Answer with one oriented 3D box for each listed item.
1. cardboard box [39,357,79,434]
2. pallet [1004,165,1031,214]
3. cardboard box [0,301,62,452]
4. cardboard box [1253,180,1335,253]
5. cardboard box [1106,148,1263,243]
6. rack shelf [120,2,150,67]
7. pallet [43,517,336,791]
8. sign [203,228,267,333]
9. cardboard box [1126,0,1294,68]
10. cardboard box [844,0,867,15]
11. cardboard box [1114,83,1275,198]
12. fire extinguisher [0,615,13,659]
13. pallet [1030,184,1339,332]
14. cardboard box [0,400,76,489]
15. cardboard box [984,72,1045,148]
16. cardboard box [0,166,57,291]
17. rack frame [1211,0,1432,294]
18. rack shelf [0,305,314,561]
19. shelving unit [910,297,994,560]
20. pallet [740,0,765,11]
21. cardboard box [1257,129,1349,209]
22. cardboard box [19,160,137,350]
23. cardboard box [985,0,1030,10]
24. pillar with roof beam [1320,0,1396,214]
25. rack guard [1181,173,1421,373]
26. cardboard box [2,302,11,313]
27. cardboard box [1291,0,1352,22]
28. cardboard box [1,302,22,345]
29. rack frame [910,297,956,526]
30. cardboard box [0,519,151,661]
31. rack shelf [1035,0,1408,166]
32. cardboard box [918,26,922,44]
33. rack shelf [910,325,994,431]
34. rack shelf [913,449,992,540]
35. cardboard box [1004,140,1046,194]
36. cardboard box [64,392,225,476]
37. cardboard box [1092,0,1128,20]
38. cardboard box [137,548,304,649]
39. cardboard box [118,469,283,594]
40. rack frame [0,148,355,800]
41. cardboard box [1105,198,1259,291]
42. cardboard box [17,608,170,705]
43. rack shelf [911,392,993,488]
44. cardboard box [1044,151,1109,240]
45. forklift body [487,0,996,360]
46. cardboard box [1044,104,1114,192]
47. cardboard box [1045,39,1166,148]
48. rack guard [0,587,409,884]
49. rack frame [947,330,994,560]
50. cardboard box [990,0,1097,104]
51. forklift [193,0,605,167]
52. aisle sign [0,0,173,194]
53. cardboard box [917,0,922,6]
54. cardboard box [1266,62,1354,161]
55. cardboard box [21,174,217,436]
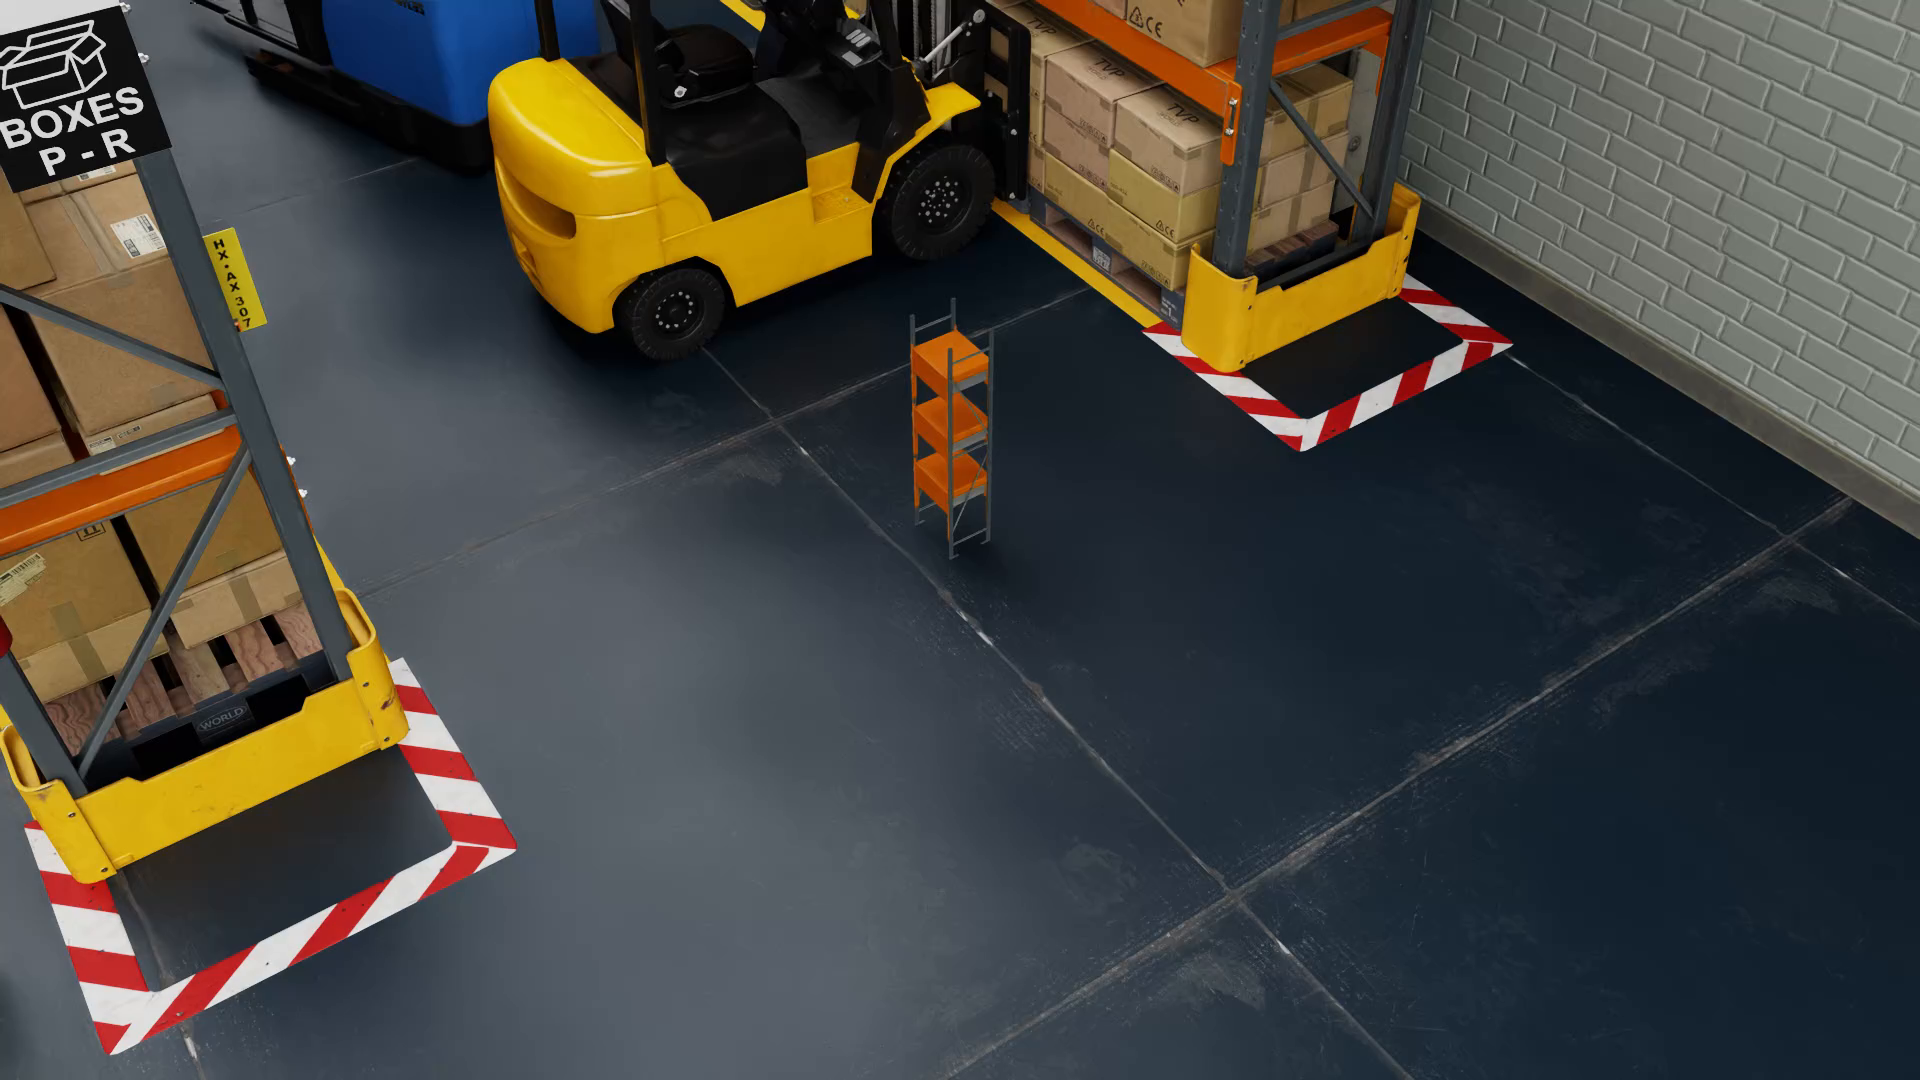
[{"bbox_3d":[-2.687,-0.525,5.310,0.380,0.149,0.250,-25,49,-24],"label":"cardboard box"},{"bbox_3d":[0.397,-2.266,8.970,1.003,0.211,1.213,-26,49,-24],"label":"pallet"},{"bbox_3d":[-3.043,-0.547,4.863,0.500,0.500,0.500,-27,50,-25],"label":"cardboard box"},{"bbox_3d":[1.442,-1.680,8.025,0.500,0.250,0.500,-26,49,-24],"label":"cardboard box"},{"bbox_3d":[1.028,-1.658,7.639,0.500,0.250,0.500,-26,50,-25],"label":"cardboard box"},{"bbox_3d":[-3.650,-2.162,5.191,1.077,0.370,4.000,-26,49,-24],"label":"rack shelf"},{"bbox_3d":[-2.986,0.287,6.297,1.003,0.211,1.213,-26,49,-24],"label":"pallet"},{"bbox_3d":[-2.061,-0.732,4.718,0.100,0.325,0.005,-26,49,-24],"label":"sign"},{"bbox_3d":[1.066,-2.379,6.997,0.500,0.500,0.500,-27,50,-25],"label":"cardboard box"},{"bbox_3d":[-0.412,-3.091,9.140,0.500,0.250,0.500,-26,49,-25],"label":"cardboard box"},{"bbox_3d":[1.044,-1.824,7.451,0.500,0.250,0.500,-24,49,-23],"label":"cardboard box"},{"bbox_3d":[-2.819,0.070,4.560,0.296,0.674,0.183,-26,49,-24],"label":"fire extinguisher"},{"bbox_3d":[1.091,-1.575,8.247,1.003,0.211,1.213,-26,49,-24],"label":"pallet"},{"bbox_3d":[-2.896,-0.241,5.012,0.380,0.149,0.250,-24,49,-23],"label":"cardboard box"},{"bbox_3d":[0.437,-2.230,8.239,0.500,0.250,0.500,-27,50,-25],"label":"cardboard box"},{"bbox_3d":[-2.978,-0.913,4.522,0.700,0.500,0.500,-27,50,-25],"label":"cardboard box"},{"bbox_3d":[1.563,-2.167,6.848,1.000,3.000,0.127,-26,49,-24],"label":"rack frame"},{"bbox_3d":[-3.650,-1.077,6.227,1.077,0.370,4.000,-26,49,-24],"label":"rack shelf"},{"bbox_3d":[-0.031,-0.410,6.419,0.215,1.050,0.252,-26,49,-24],"label":"shelving unit"},{"bbox_3d":[-1.179,-3.826,10.605,1.003,0.211,1.213,-26,49,-24],"label":"pallet"},{"bbox_3d":[1.464,-1.854,7.845,0.500,0.250,0.500,-25,49,-24],"label":"cardboard box"},{"bbox_3d":[-2.849,-1.018,5.356,0.500,0.500,0.500,-24,49,-23],"label":"cardboard box"},{"bbox_3d":[0.166,-2.683,8.351,0.500,0.250,0.500,-27,50,-25],"label":"cardboard box"},{"bbox_3d":[-1.627,-3.387,3.781,9.100,9.000,0.400,-26,49,-24],"label":"pillar with roof beam"},{"bbox_3d":[1.577,-1.250,7.697,1.175,0.500,0.348,-26,49,-24],"label":"rack guard"},{"bbox_3d":[-3.464,-0.829,5.628,0.380,0.149,0.250,-25,49,-24],"label":"cardboard box"},{"bbox_3d":[1.507,-2.594,7.222,0.500,0.500,0.500,-24,49,-23],"label":"cardboard box"},{"bbox_3d":[-3.325,-0.832,5.162,0.500,0.500,0.500,-26,49,-24],"label":"cardboard box"},{"bbox_3d":[-0.100,-0.479,6.492,0.200,1.050,0.008,-26,49,-24],"label":"rack frame"},{"bbox_3d":[-3.179,0.016,5.705,0.500,0.500,0.500,-25,49,-24],"label":"cardboard box"},{"bbox_3d":[0.419,-3.040,8.283,1.077,0.370,4.000,-26,49,-24],"label":"rack shelf"},{"bbox_3d":[-0.134,-2.801,8.837,0.500,0.250,0.500,-26,50,-25],"label":"cardboard box"},{"bbox_3d":[-0.031,-0.608,6.231,0.215,0.259,0.240,-26,49,-24],"label":"rack shelf"},{"bbox_3d":[-0.031,-0.201,6.618,0.215,0.259,0.240,-26,49,-24],"label":"rack shelf"},{"bbox_3d":[0.479,-2.038,8.400,0.500,0.250,0.500,-25,49,-24],"label":"cardboard box"},{"bbox_3d":[-2.531,-0.388,5.166,0.380,0.149,0.250,-26,49,-24],"label":"cardboard box"},{"bbox_3d":[0.777,-2.676,7.309,0.500,0.500,0.500,-24,49,-23],"label":"cardboard box"},{"bbox_3d":[-2.741,0.072,6.189,0.500,0.250,0.500,-26,49,-25],"label":"cardboard box"},{"bbox_3d":[-2.755,-0.212,5.944,0.500,0.500,0.500,-27,50,-26],"label":"cardboard box"},{"bbox_3d":[-2.506,-0.205,4.792,1.000,3.000,0.127,-26,49,-24],"label":"rack frame"},{"bbox_3d":[1.035,-1.466,7.801,0.500,0.250,0.500,-25,49,-24],"label":"cardboard box"},{"bbox_3d":[-3.203,0.273,5.979,0.500,0.250,0.500,-26,49,-25],"label":"cardboard box"},{"bbox_3d":[-0.031,-0.402,6.427,0.215,0.259,0.240,-26,49,-24],"label":"rack shelf"},{"bbox_3d":[0.758,-1.751,8.100,0.500,0.250,0.500,-26,49,-24],"label":"cardboard box"},{"bbox_3d":[-1.018,-2.214,7.511,2.313,2.155,1.214,-26,49,-24],"label":"forklift body"},{"bbox_3d":[0.750,-1.946,7.941,0.500,0.250,0.500,-26,50,-25],"label":"cardboard box"},{"bbox_3d":[0.747,-2.111,7.752,0.500,0.250,0.500,-25,49,-24],"label":"cardboard box"},{"bbox_3d":[-2.550,0.657,5.700,1.175,0.500,0.348,-26,49,-24],"label":"rack guard"},{"bbox_3d":[0.039,-0.341,6.347,0.200,1.050,0.008,-26,49,-24],"label":"rack frame"},{"bbox_3d":[0.450,-2.393,8.047,0.500,0.250,0.500,-25,49,-24],"label":"cardboard box"},{"bbox_3d":[-3.426,-3.846,8.656,3.031,2.935,1.130,27,50,26],"label":"forklift"},{"bbox_3d":[-2.217,-1.232,3.986,0.394,0.787,0.004,-26,49,-24],"label":"aisle sign"},{"bbox_3d":[-0.128,-2.983,8.666,0.500,0.250,0.500,-24,49,-23],"label":"cardboard box"},{"bbox_3d":[1.443,-2.033,7.671,0.500,0.250,0.500,-26,50,-25],"label":"cardboard box"},{"bbox_3d":[-2.550,-0.726,5.050,0.500,0.500,0.500,-26,50,-25],"label":"cardboard box"}]
